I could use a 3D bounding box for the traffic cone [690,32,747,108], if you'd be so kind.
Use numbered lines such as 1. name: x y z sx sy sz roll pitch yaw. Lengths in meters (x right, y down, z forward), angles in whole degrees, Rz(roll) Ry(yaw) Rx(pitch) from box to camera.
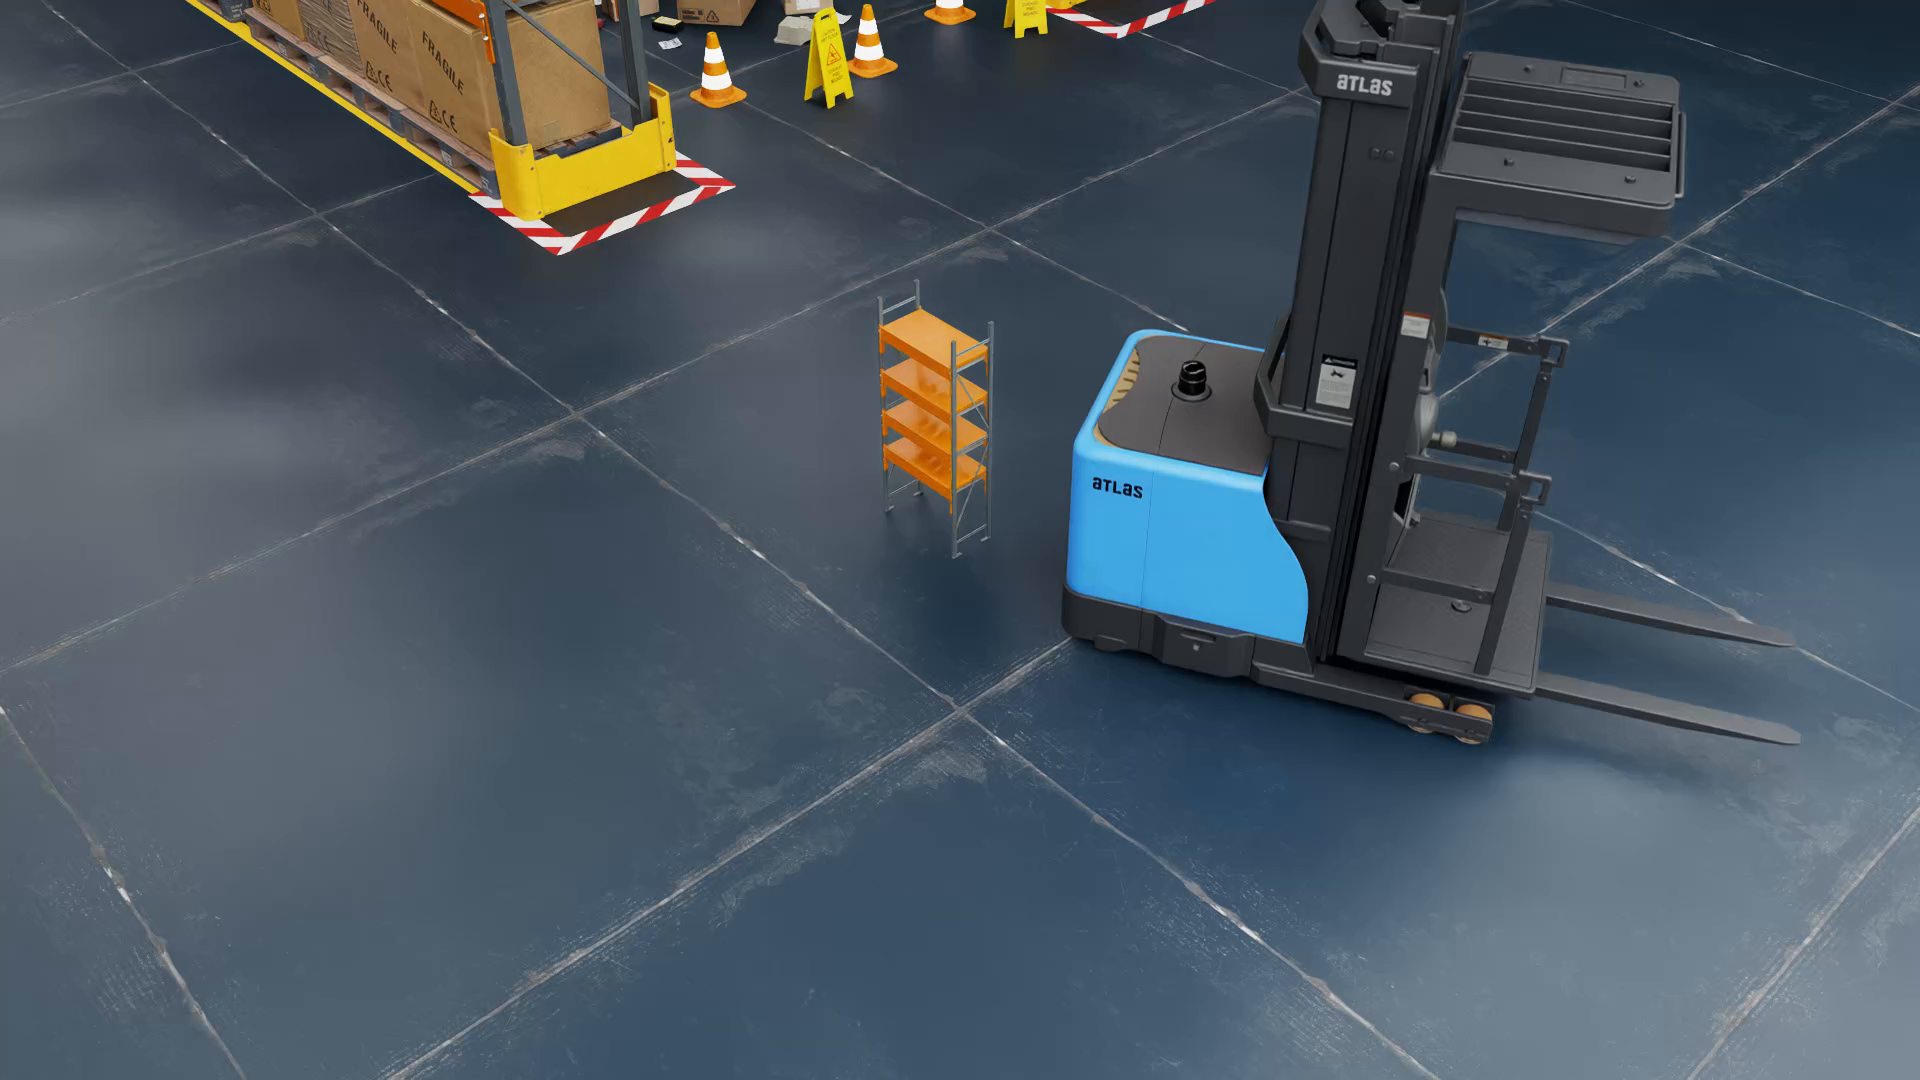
1. traffic cone: -1.727 -3.352 11.740 0.336 0.463 0.334 -30 48 -32

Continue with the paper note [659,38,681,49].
1. paper note: -2.195 -3.762 12.592 0.144 0.017 0.142 -15 41 -17

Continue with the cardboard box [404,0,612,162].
1. cardboard box: -2.921 -3.112 10.780 0.875 0.875 0.875 -30 47 -32

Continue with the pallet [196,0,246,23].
1. pallet: -5.696 -4.581 13.462 1.003 0.211 1.213 -30 48 -32

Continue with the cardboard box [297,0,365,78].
1. cardboard box: -4.133 -3.941 11.807 0.875 0.875 0.875 -30 47 -31

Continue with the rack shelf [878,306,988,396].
1. rack shelf: -0.112 -0.849 7.429 0.258 0.148 0.480 -30 48 -32

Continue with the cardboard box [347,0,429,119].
1. cardboard box: -3.518 -3.518 11.284 0.875 0.875 0.875 -31 48 -32

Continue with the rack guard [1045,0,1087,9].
1. rack guard: 1.113 -4.702 13.382 1.175 0.500 0.348 -30 48 -32

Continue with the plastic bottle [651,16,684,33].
1. plastic bottle: -2.283 -3.986 12.845 0.283 0.061 0.133 18 42 21

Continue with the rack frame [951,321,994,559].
1. rack frame: 0.053 -0.430 7.536 0.240 1.200 0.015 -30 48 -32

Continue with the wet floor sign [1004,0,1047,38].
1. wet floor sign: 0.505 -4.181 12.621 0.267 0.644 0.232 -15 41 -17

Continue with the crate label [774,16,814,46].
1. crate label: -1.242 -3.885 12.660 0.298 0.136 0.250 11 40 13

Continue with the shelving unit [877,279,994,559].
1. shelving unit: -0.112 -0.543 7.676 0.258 1.200 0.503 -30 48 -32

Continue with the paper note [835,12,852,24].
1. paper note: -0.941 -4.076 12.981 0.142 0.019 0.148 18 42 21

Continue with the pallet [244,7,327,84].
1. pallet: -4.662 -3.871 12.582 1.003 0.211 1.213 -30 48 -32

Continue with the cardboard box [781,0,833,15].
1. cardboard box: -1.210 -4.279 13.137 0.380 0.149 0.250 -8 40 -10

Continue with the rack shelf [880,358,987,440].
1. rack shelf: -0.112 -0.665 7.577 0.258 0.148 0.480 -30 48 -32

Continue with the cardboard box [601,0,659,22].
1. cardboard box: -2.600 -4.264 13.026 0.396 0.266 0.258 -22 44 -25

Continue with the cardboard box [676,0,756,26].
1. cardboard box: -1.889 -4.406 13.012 0.637 0.503 0.797 5 39 6

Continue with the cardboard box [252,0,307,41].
1. cardboard box: -4.745 -4.357 12.322 0.875 0.875 0.875 -29 47 -31

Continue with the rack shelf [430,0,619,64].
1. rack shelf: -3.766 -4.135 11.263 1.077 0.370 4.000 -30 48 -32

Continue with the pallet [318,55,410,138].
1. pallet: -3.833 -3.306 11.883 1.003 0.211 1.213 -30 48 -32

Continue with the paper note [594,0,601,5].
1. paper note: -2.853 -4.332 13.303 0.172 0.023 0.155 -15 41 -17

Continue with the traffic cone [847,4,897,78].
1. traffic cone: -0.664 -3.675 12.139 0.336 0.463 0.334 -30 48 -32

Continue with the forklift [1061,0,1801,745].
1. forklift: 2.022 -0.672 6.457 3.031 2.935 1.130 13 41 15

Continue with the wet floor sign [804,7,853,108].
1. wet floor sign: -0.936 -3.402 11.656 0.232 0.644 0.267 26 45 28

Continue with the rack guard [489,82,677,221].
1. rack guard: -2.397 -2.506 10.663 1.175 0.500 0.348 -30 48 -32

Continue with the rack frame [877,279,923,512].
1. rack frame: -0.277 -0.656 7.816 0.240 1.200 0.015 -30 48 -32

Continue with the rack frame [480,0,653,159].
1. rack frame: -2.414 -3.489 9.891 1.000 3.000 0.127 -30 48 -32

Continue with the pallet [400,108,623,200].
1. pallet: -3.012 -2.741 11.184 1.003 0.211 1.213 -30 48 -32

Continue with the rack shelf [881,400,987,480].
1. rack shelf: -0.112 -0.491 7.718 0.258 0.148 0.480 -30 48 -32

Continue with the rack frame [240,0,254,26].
1. rack frame: -5.119 -5.341 12.183 1.000 3.000 0.127 -30 48 -32

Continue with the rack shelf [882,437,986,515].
1. rack shelf: -0.112 -0.337 7.843 0.258 0.148 0.480 -30 48 -32

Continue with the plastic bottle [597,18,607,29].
1. plastic bottle: -2.853 -3.969 12.823 0.133 0.061 0.283 18 42 21

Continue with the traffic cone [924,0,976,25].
1. traffic cone: -0.077 -4.304 12.918 0.336 0.463 0.334 -30 48 -32
